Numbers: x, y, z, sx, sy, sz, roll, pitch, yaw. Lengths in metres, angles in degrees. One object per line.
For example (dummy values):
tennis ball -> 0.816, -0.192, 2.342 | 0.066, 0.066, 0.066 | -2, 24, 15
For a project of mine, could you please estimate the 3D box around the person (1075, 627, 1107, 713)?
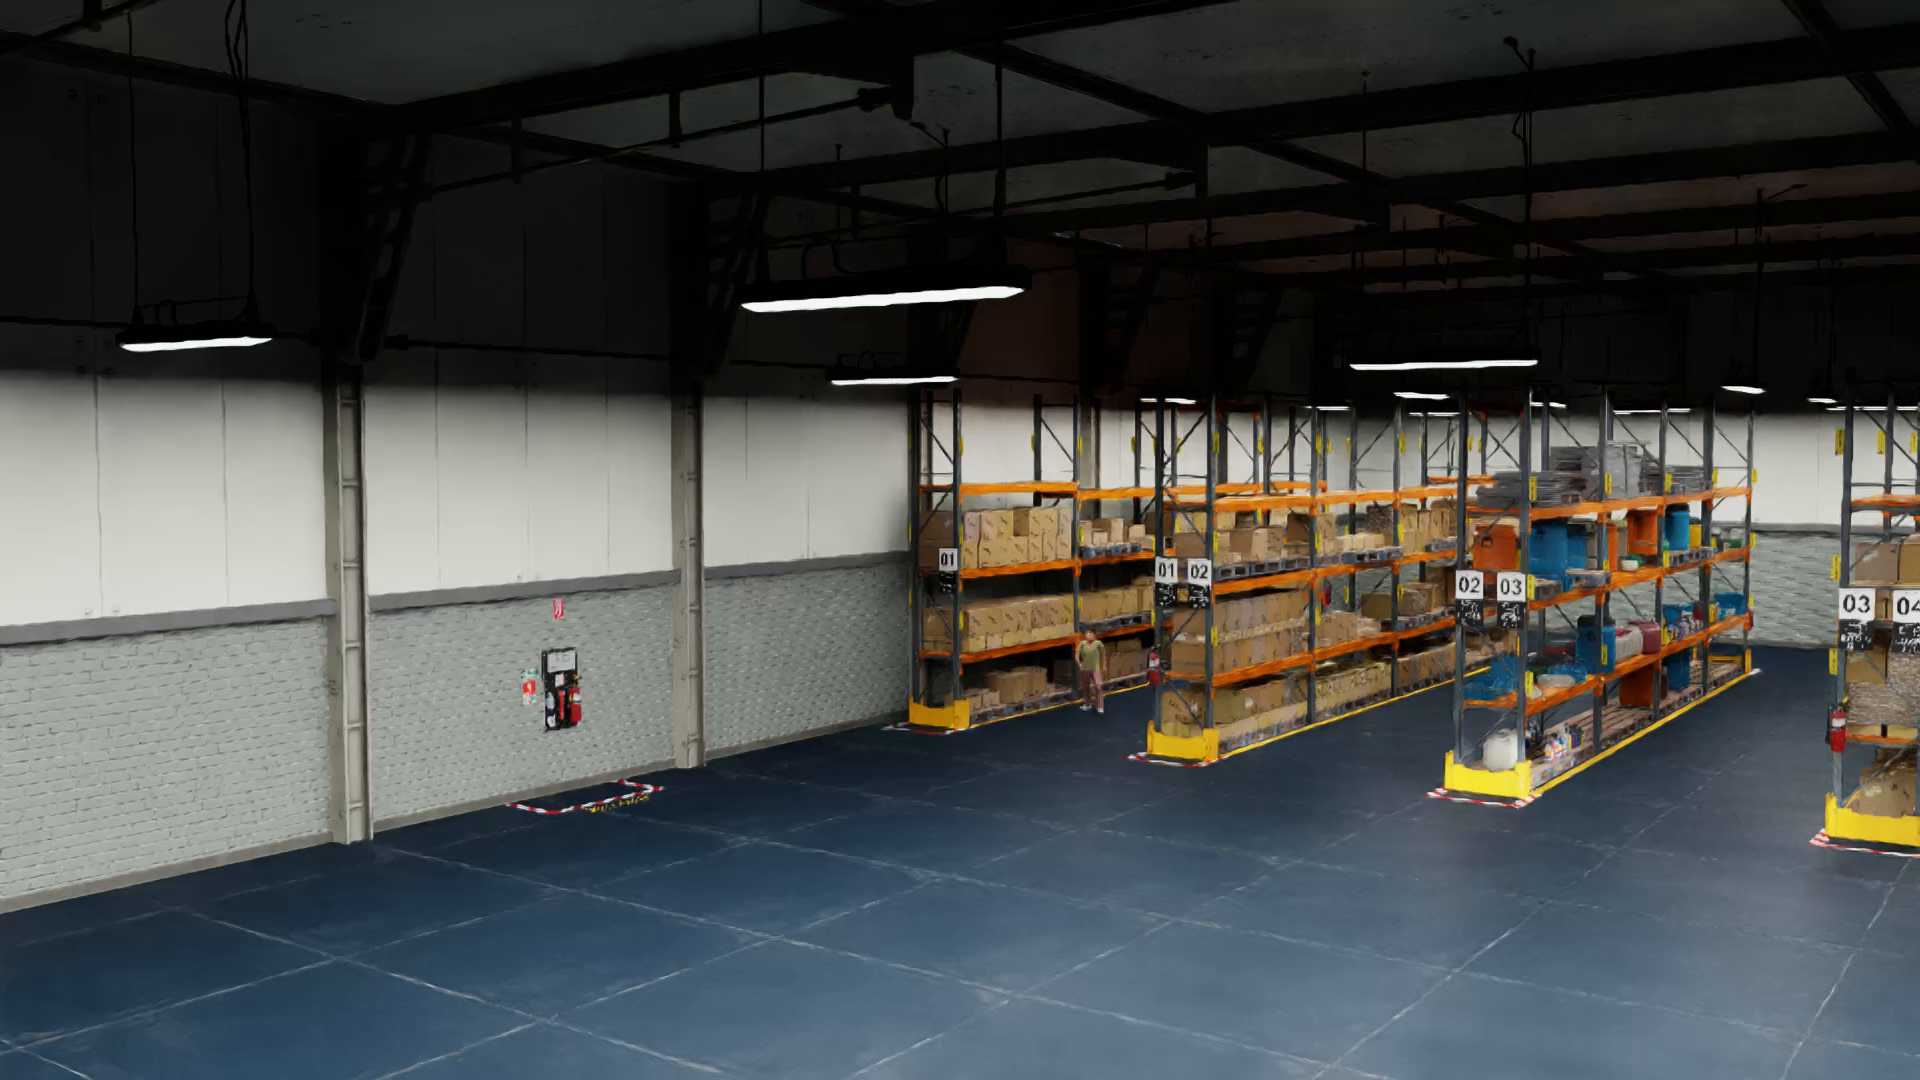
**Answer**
person -> 2.469, 2.415, 31.135 | 0.612, 1.610, 0.790 | 1, 3, 15
